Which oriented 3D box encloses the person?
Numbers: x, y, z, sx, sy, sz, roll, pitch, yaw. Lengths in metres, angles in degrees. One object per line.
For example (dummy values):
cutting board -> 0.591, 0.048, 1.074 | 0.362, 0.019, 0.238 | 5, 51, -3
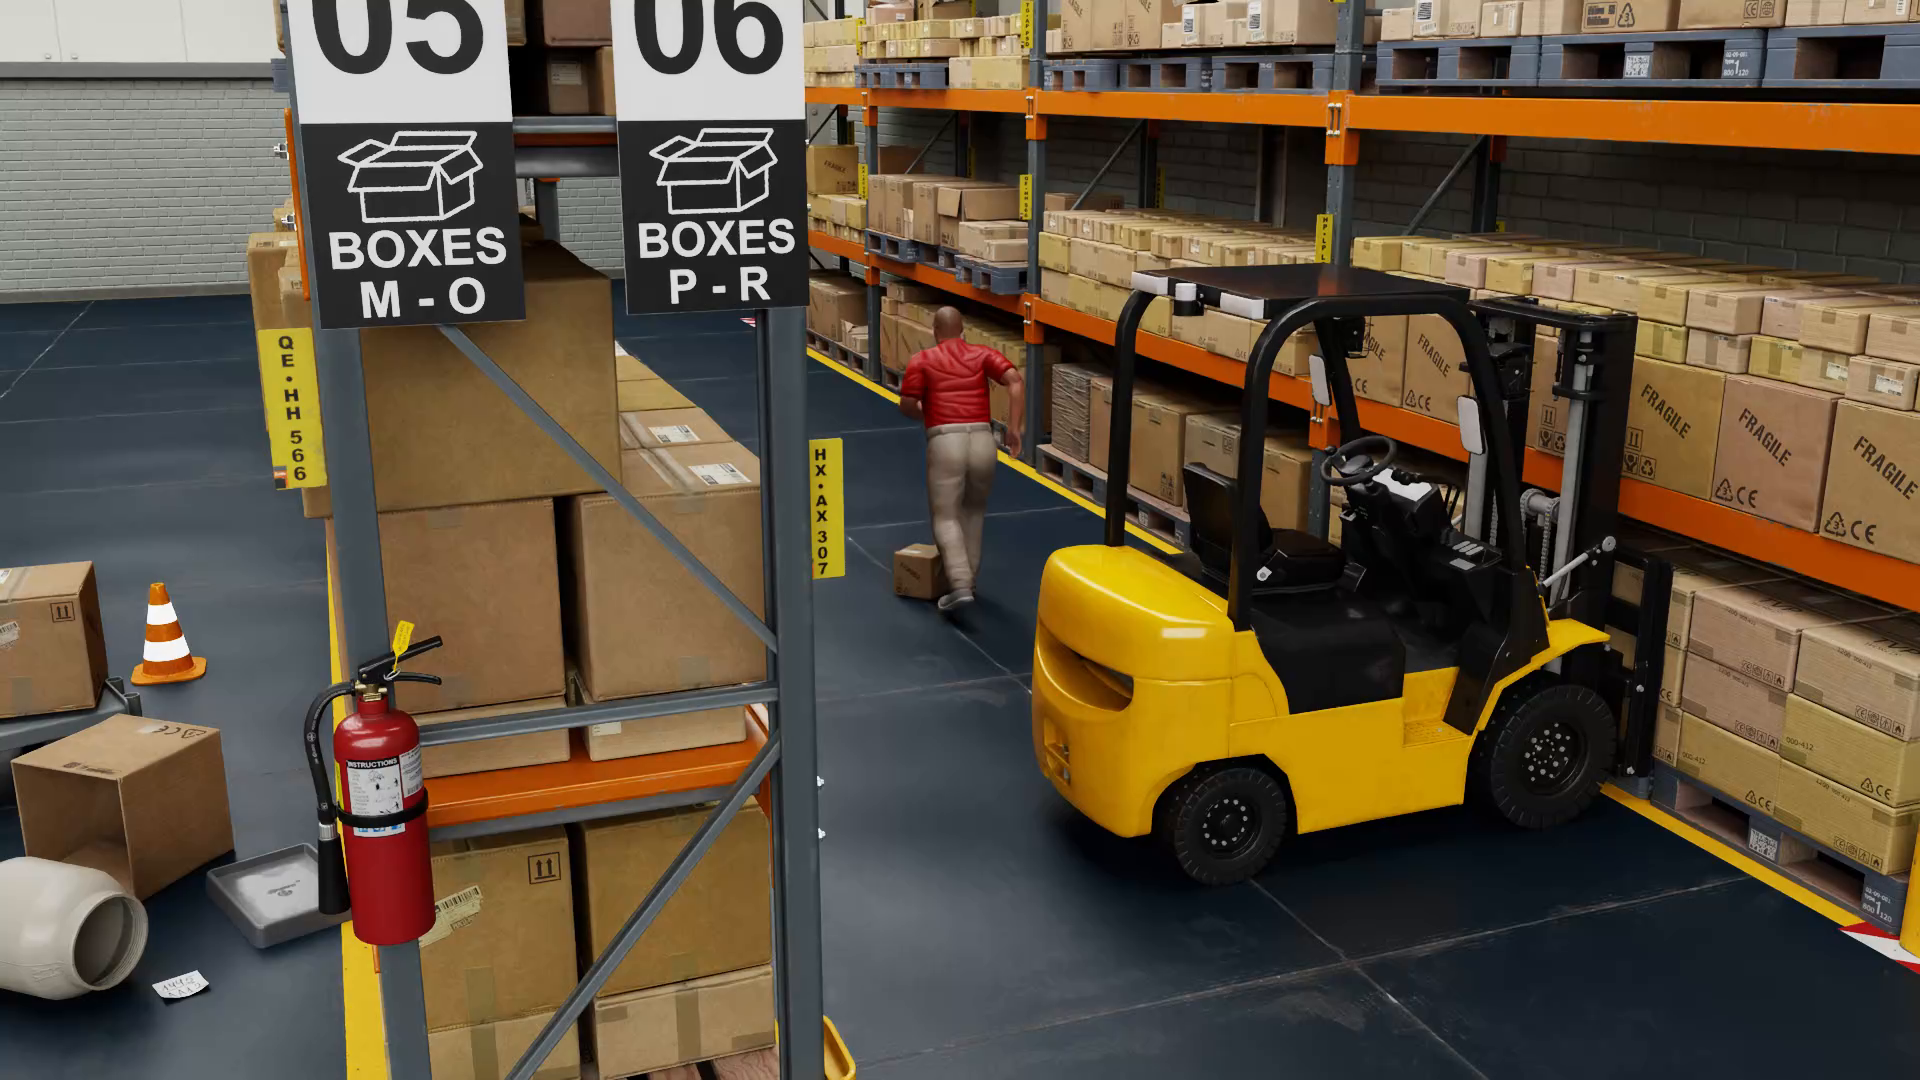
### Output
person -> 0.014, -0.446, 9.330 | 0.647, 1.671, 0.951 | -6, 17, -20
